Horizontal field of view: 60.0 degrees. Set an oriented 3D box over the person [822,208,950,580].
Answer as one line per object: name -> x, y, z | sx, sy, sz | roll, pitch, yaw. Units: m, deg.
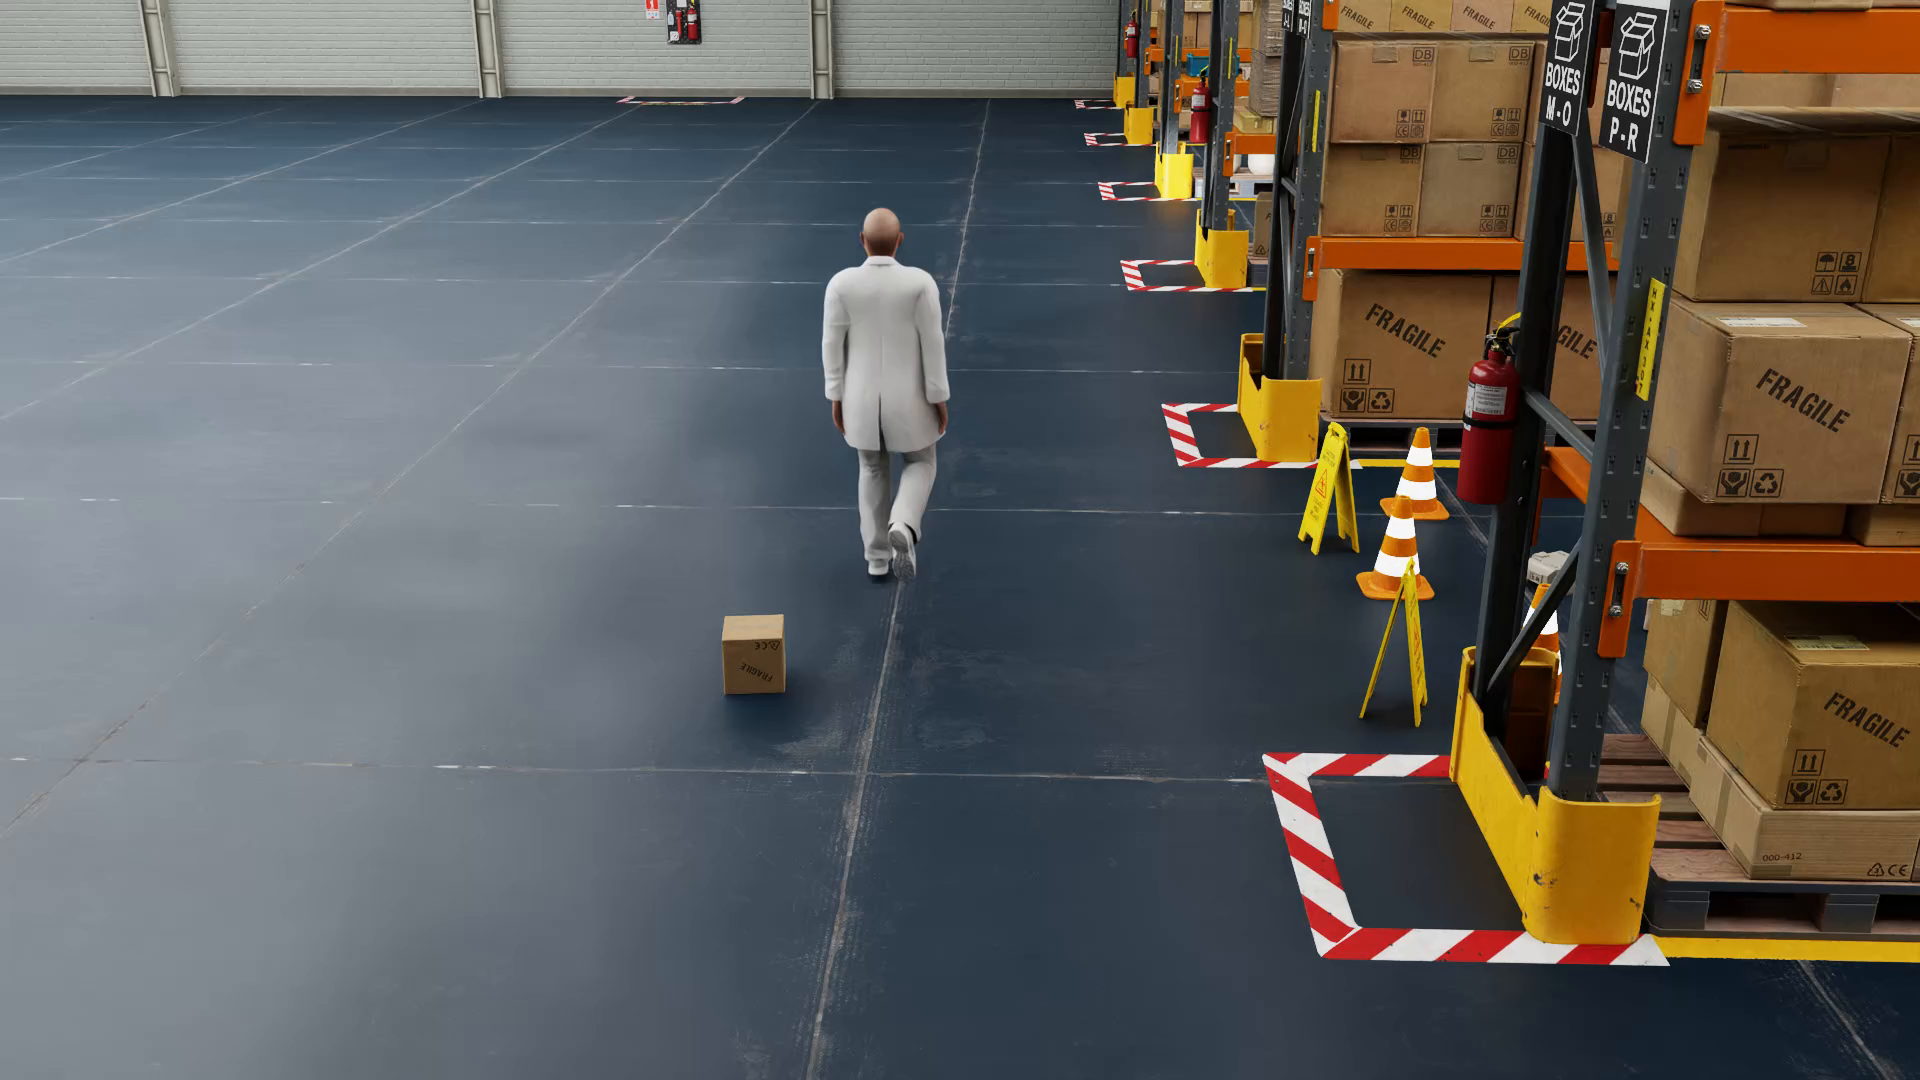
person -> -0.343, -0.662, 7.795 | 0.599, 1.766, 0.660 | 2, 21, 5
